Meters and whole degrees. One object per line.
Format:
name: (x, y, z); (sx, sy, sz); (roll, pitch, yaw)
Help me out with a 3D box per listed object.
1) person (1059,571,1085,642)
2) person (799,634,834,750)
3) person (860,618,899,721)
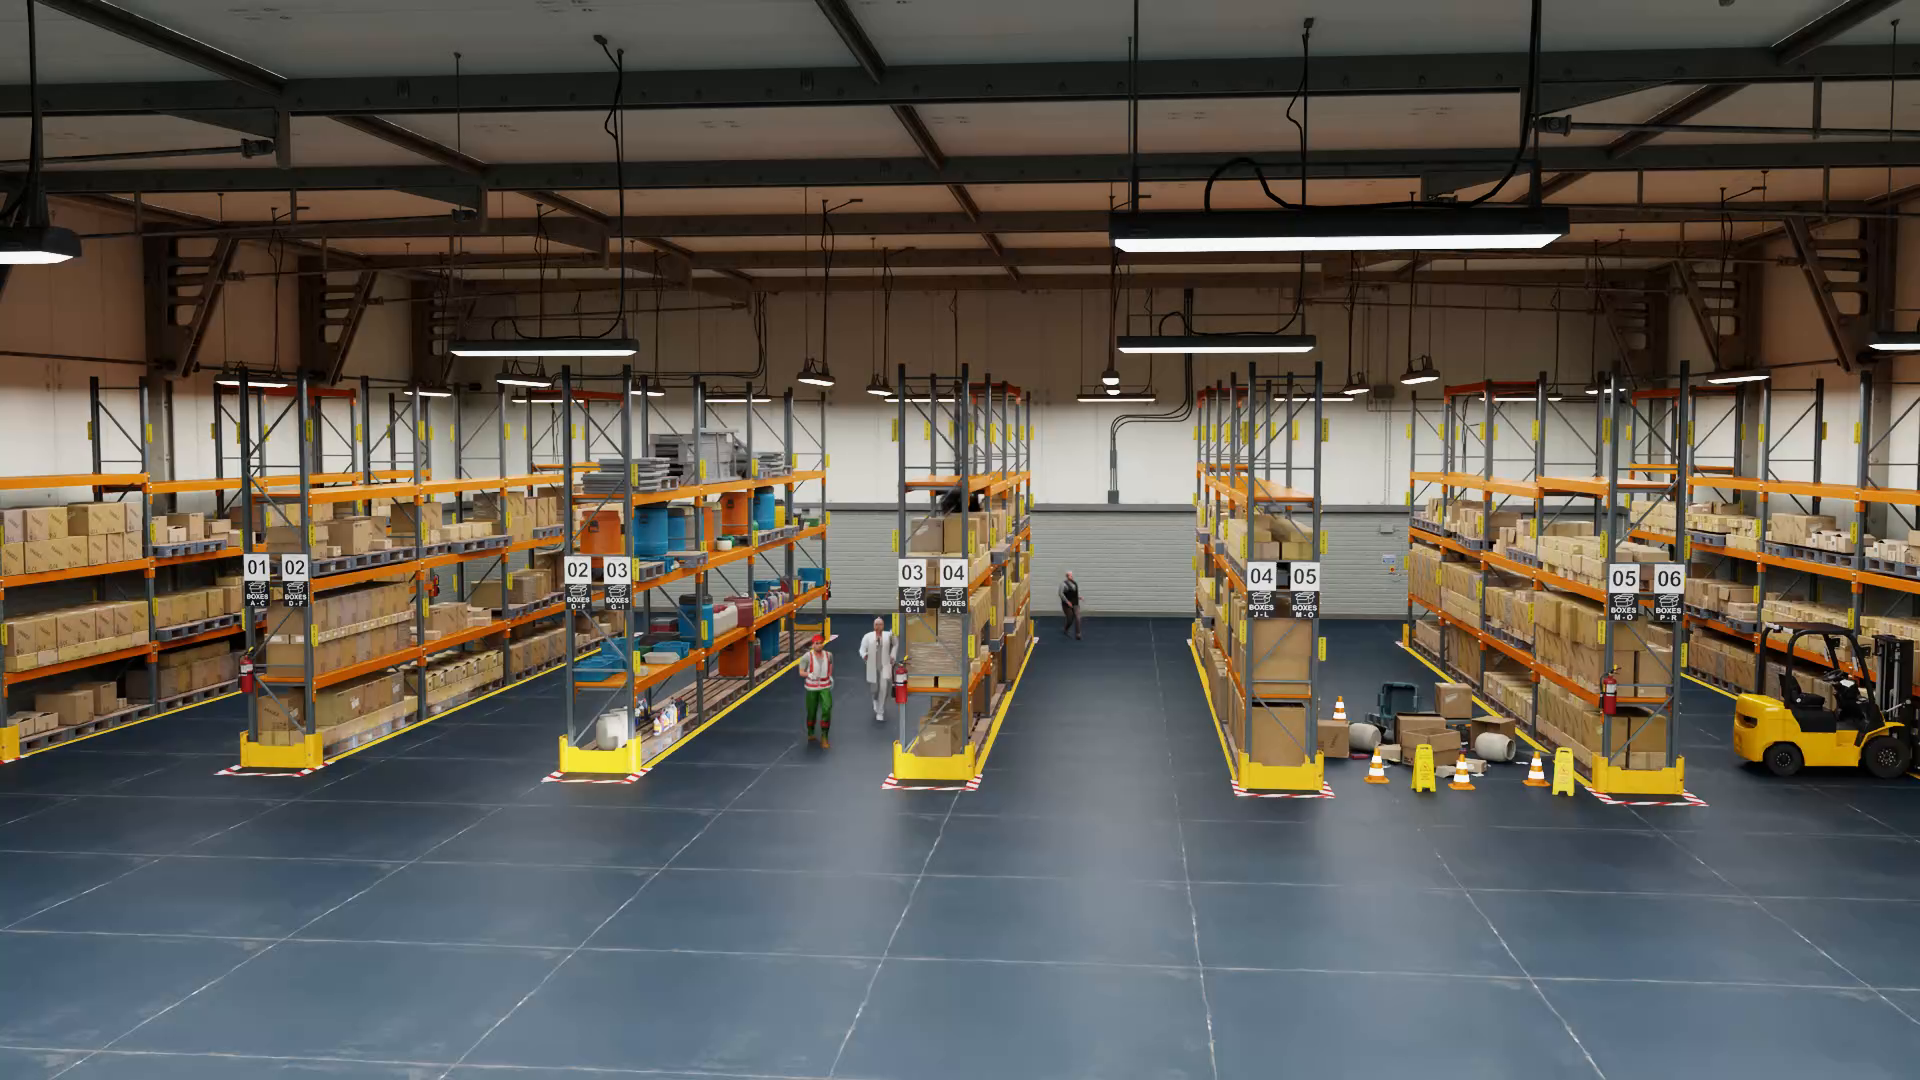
person: (2.627, 1.602, 40.189); (0.711, 1.730, 0.848); (-2, 4, -30)
person: (-2.284, 2.409, 26.546); (0.588, 1.831, 0.835); (-1, 4, -13)
person: (-1.416, 2.243, 29.241); (0.694, 1.763, 0.991); (0, 4, 0)
